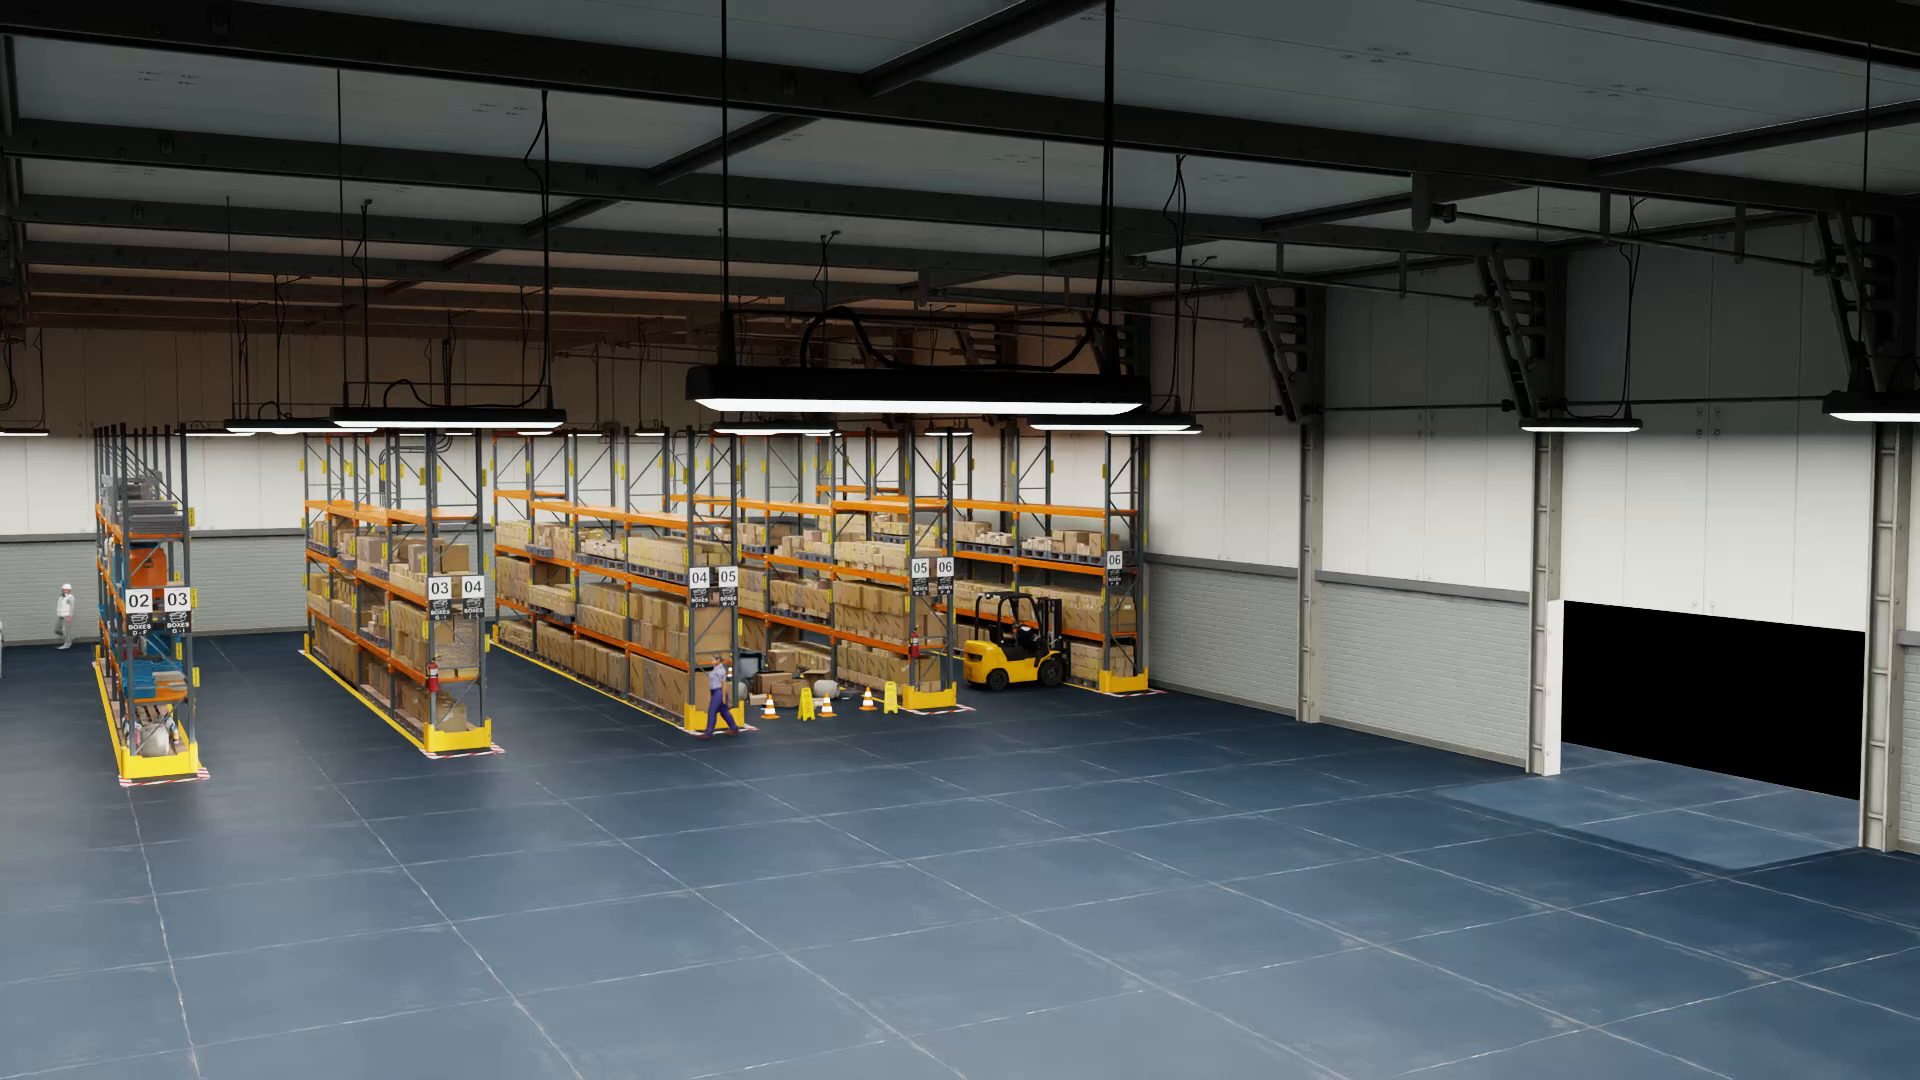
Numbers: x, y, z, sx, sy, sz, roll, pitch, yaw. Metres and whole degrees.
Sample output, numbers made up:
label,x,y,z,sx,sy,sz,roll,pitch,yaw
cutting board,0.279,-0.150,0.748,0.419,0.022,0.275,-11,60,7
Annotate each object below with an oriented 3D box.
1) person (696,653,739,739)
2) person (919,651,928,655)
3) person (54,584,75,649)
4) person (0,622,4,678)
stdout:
label,x,y,z,sx,sy,sz,roll,pitch,yaw
person,-4.647,3.079,31.895,0.834,1.427,0.529,-1,4,-10
person,-0.981,2.549,39.730,0.578,1.553,0.720,-2,4,-26
person,-24.442,2.080,45.429,0.556,1.767,0.493,2,4,27
person,-23.278,2.480,40.013,0.477,1.598,1.043,-2,4,-29
